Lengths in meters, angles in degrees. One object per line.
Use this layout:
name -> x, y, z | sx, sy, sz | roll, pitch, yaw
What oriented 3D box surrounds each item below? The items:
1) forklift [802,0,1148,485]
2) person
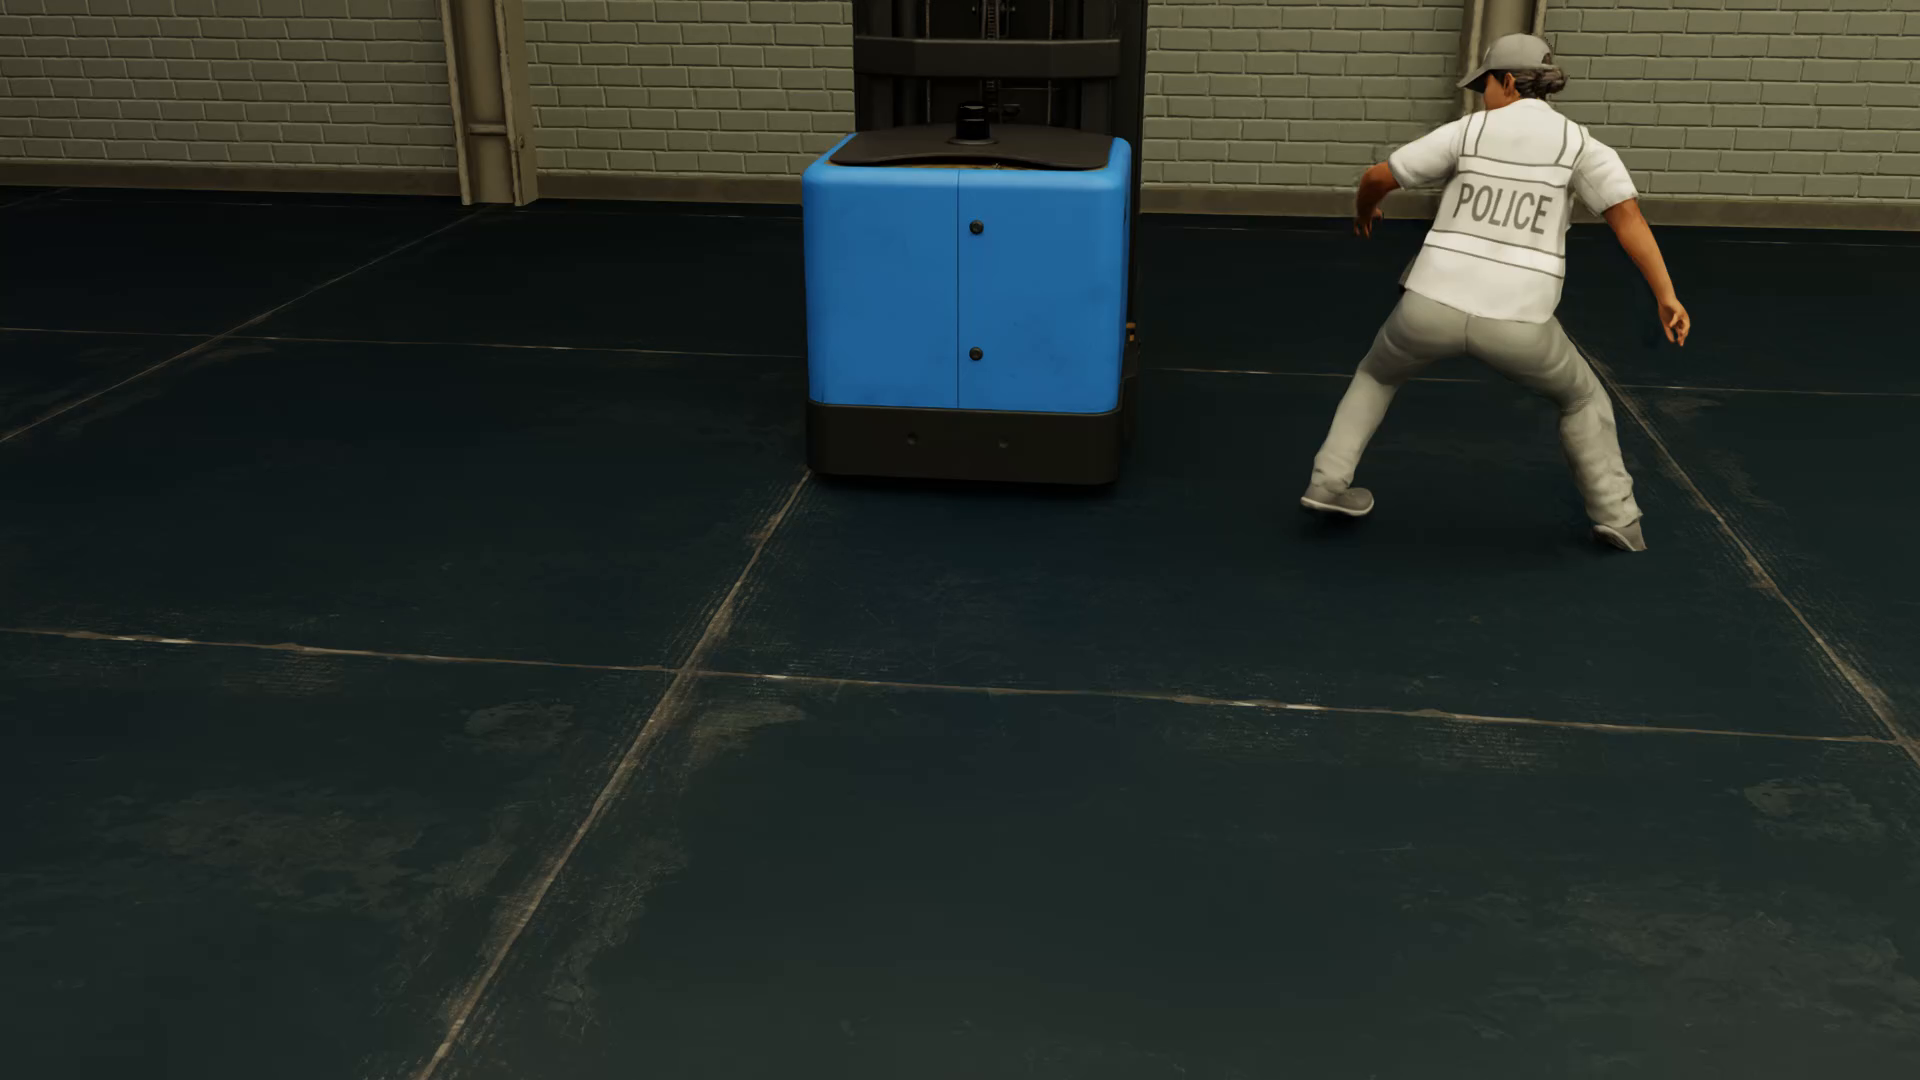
forklift -> 0.177, -2.052, 6.349 | 1.130, 2.935, 3.031 | 3, 22, 6
person -> 1.616, -0.648, 4.939 | 1.040, 1.623, 0.538 | 10, 24, 23
